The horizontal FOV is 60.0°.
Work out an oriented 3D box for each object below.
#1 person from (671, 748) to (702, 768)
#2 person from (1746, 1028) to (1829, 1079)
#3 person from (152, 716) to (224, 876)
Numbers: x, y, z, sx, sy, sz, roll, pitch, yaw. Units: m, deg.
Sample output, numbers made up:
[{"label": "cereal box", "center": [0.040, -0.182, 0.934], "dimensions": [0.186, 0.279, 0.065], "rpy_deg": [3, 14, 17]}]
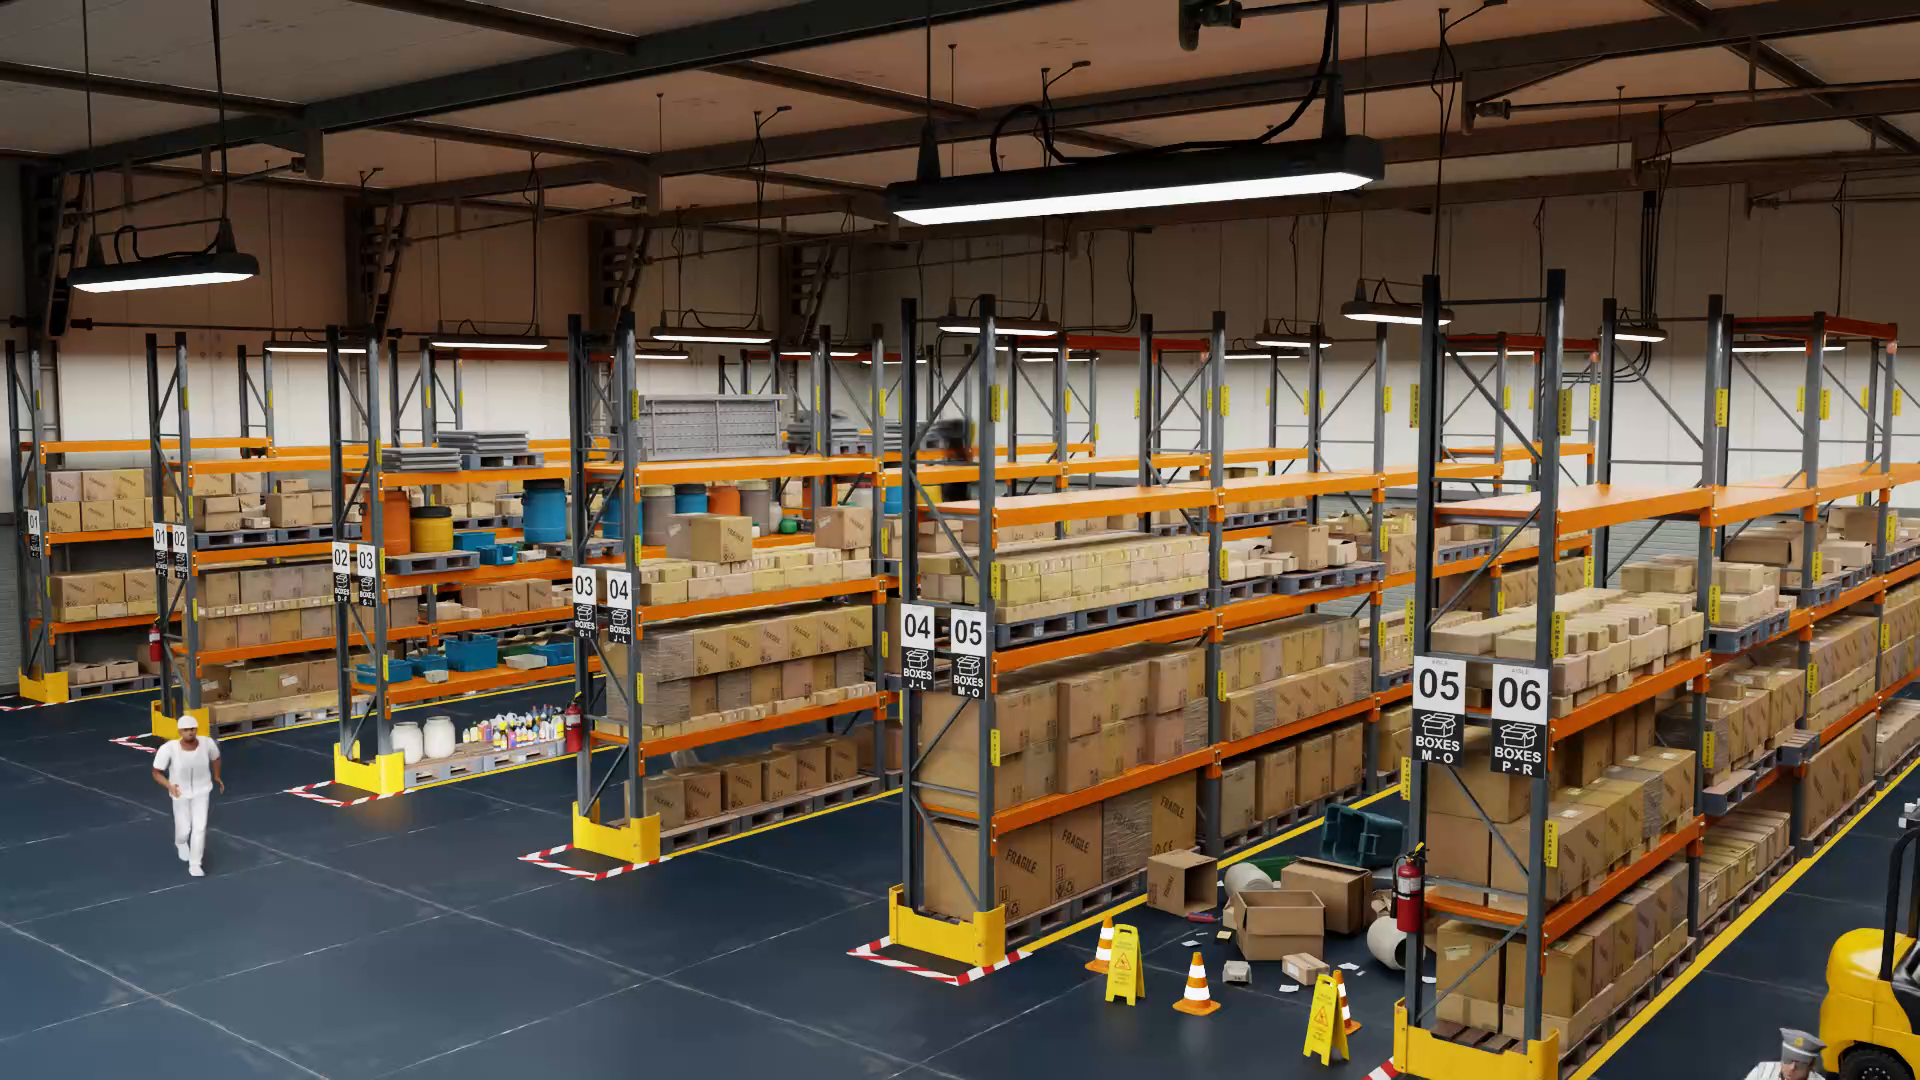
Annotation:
[{"label": "person", "center": [-3.580, 2.400, 21.307], "dimensions": [0.706, 1.737, 1.039], "rpy_deg": [3, 6, 32]}, {"label": "person", "center": [4.634, 3.479, 9.307], "dimensions": [0.789, 1.693, 0.684], "rpy_deg": [5, 7, 44]}, {"label": "person", "center": [-8.307, 2.706, 17.885], "dimensions": [0.698, 1.718, 0.821], "rpy_deg": [-3, 6, -31]}]
